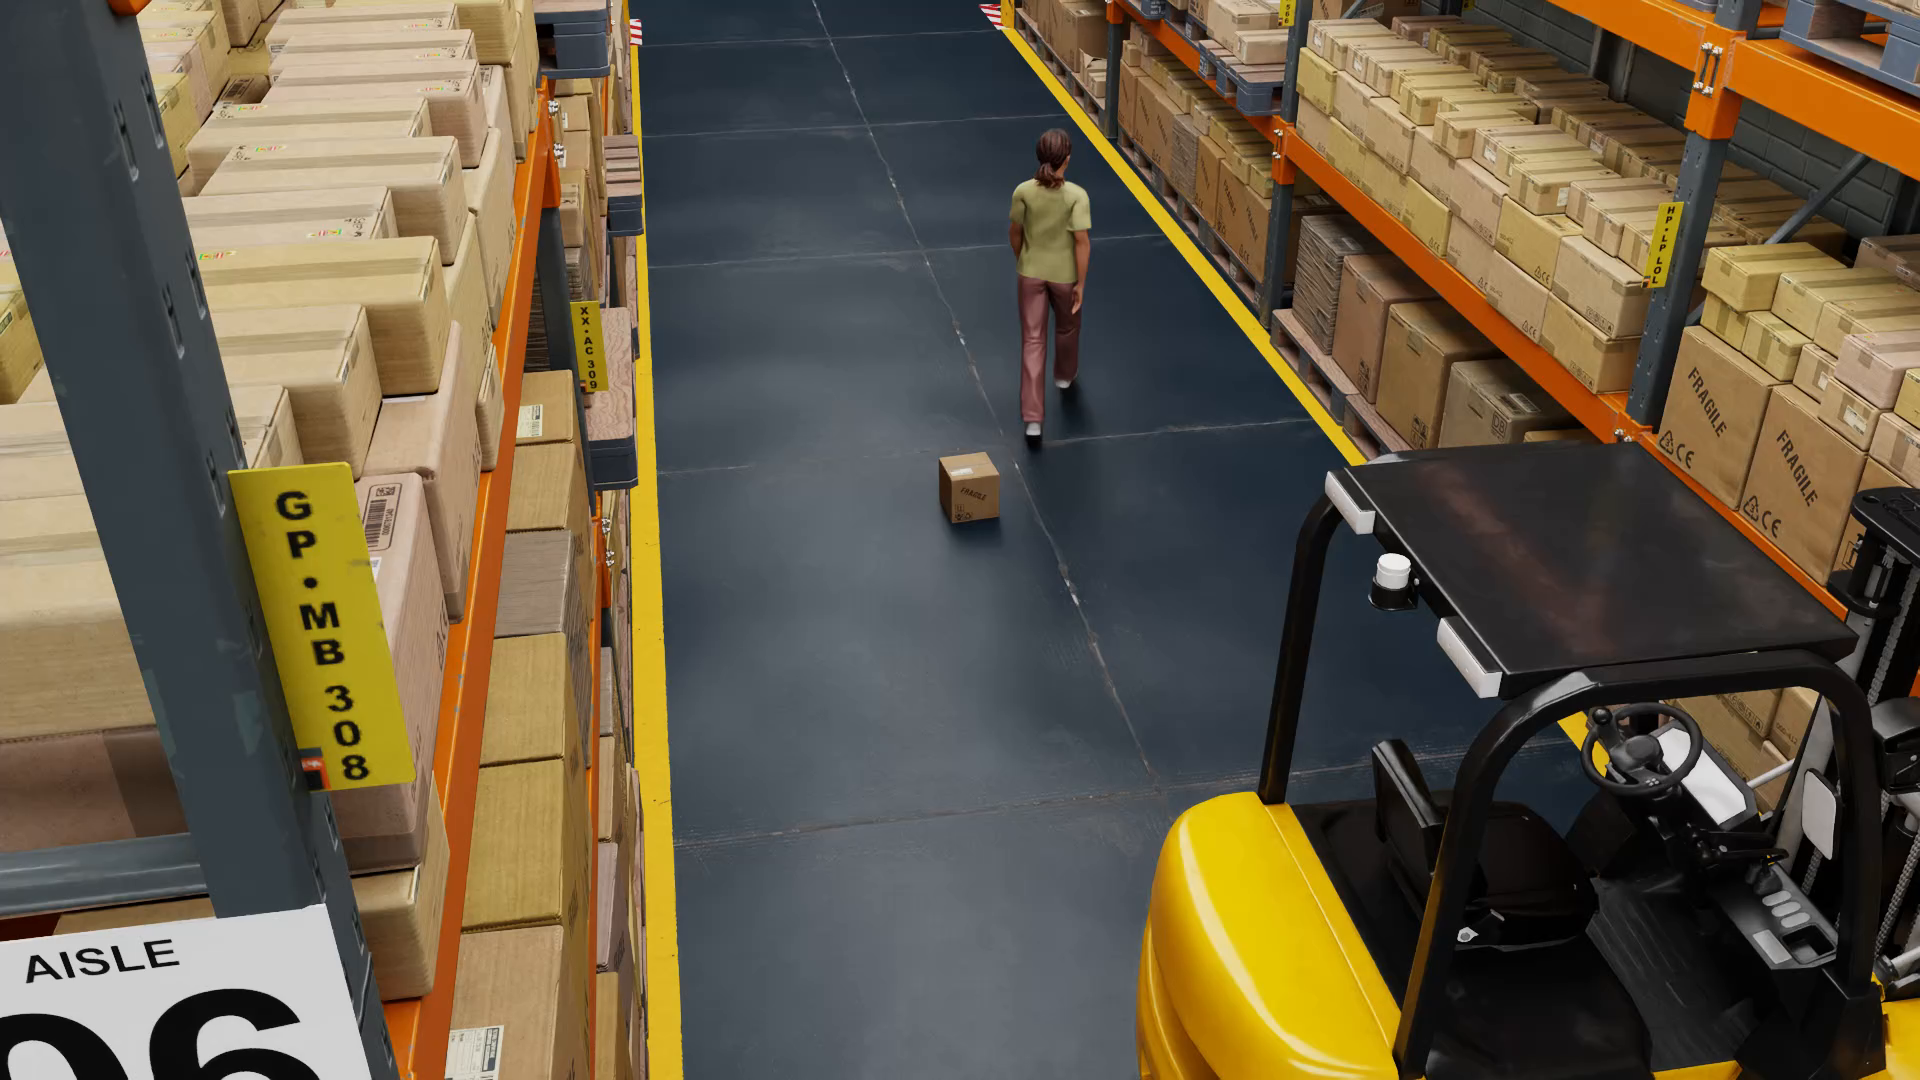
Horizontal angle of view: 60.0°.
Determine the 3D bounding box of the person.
[{"bbox_3d":[0.490,-1.466,9.075,0.455,1.611,1.029,4,31,7],"label":"person"}]
